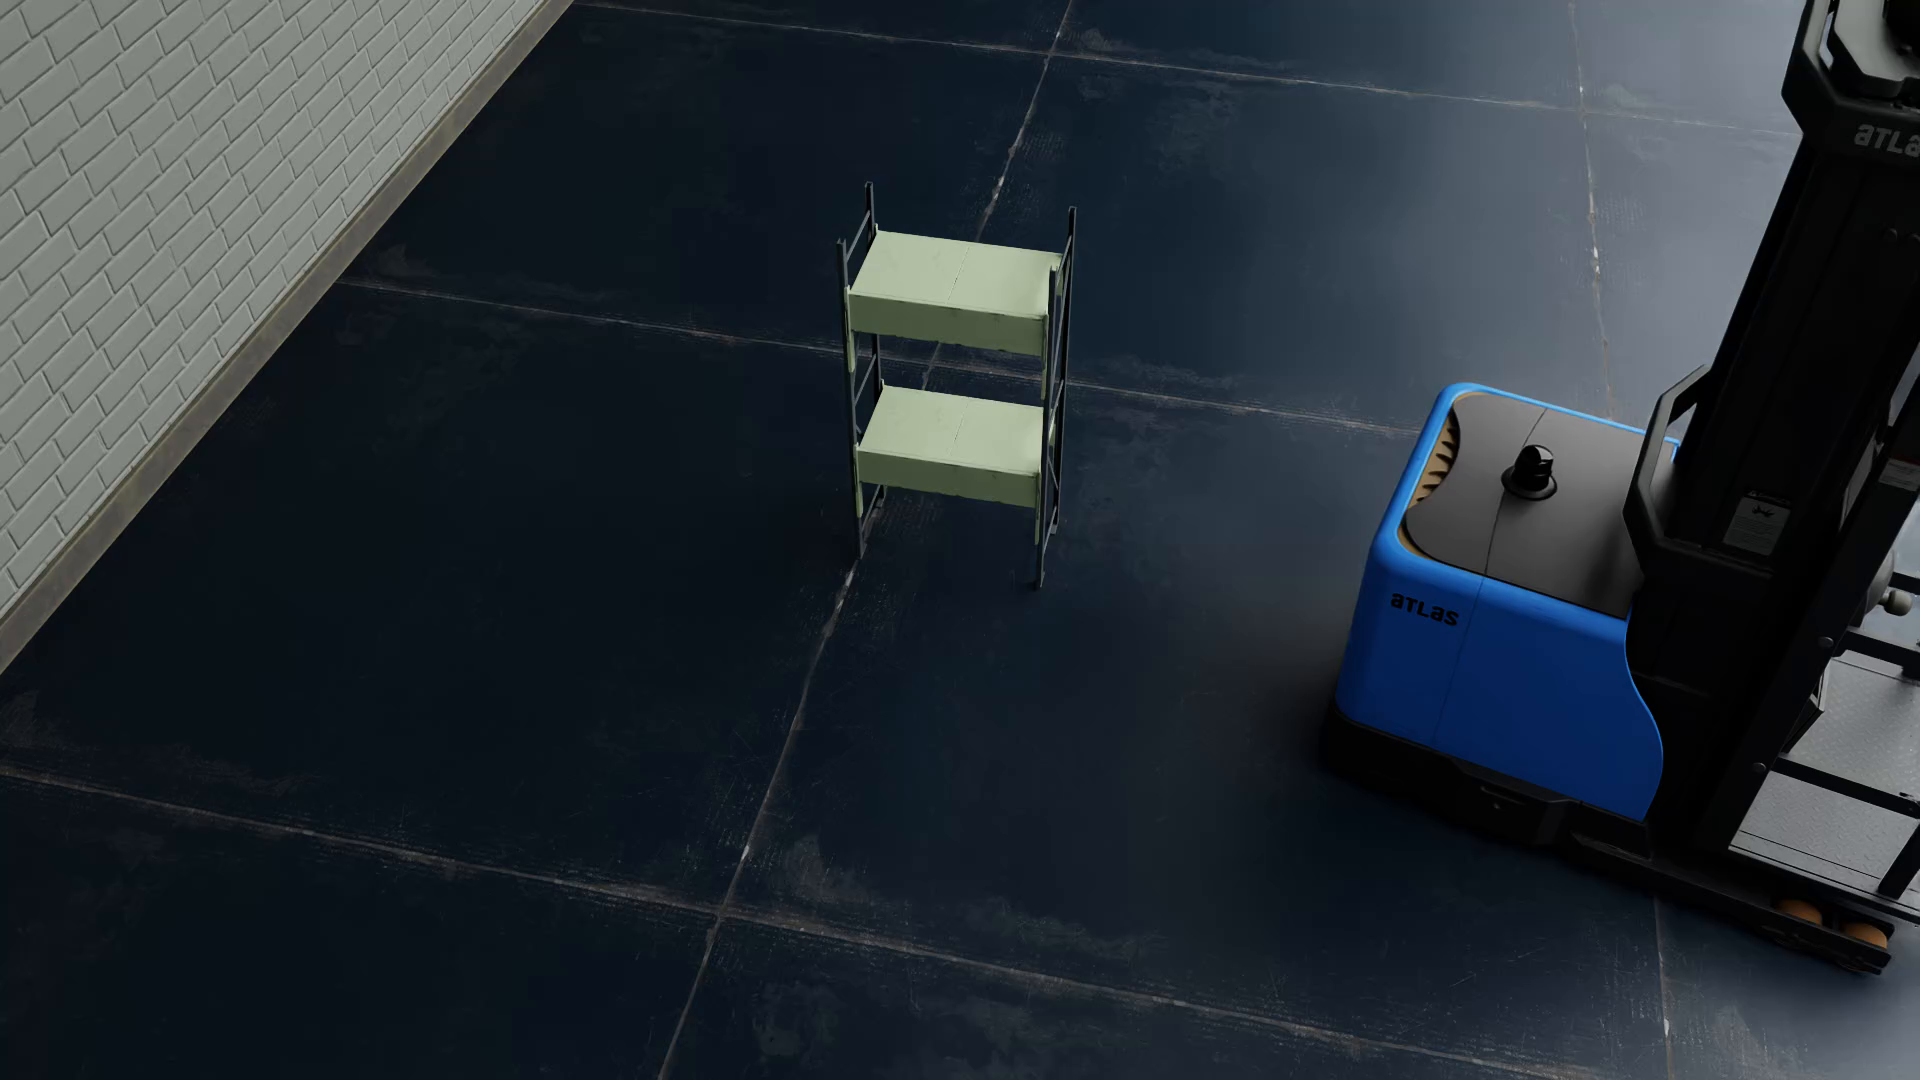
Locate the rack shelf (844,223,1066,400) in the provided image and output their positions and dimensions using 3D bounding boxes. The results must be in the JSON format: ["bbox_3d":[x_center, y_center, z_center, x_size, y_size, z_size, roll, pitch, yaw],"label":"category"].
[{"bbox_3d":[-0.007,-0.823,5.960,0.720,0.370,0.431,9,45,9],"label":"rack shelf"}]

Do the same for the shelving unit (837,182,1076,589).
[{"bbox_3d":[-0.007,-0.541,6.231,0.755,1.500,0.431,9,45,9],"label":"shelving unit"}]

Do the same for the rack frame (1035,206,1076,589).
[{"bbox_3d":[0.351,-0.486,6.173,0.023,1.500,0.400,9,45,9],"label":"rack frame"}]

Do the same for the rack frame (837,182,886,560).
[{"bbox_3d":[-0.364,-0.597,6.289,0.023,1.500,0.400,9,45,9],"label":"rack frame"}]

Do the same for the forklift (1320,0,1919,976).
[{"bbox_3d":[2.830,-0.102,4.742,3.031,2.935,1.130,19,47,19],"label":"forklift"}]

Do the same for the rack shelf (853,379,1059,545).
[{"bbox_3d":[-0.007,-0.306,6.457,0.720,0.370,0.431,9,45,9],"label":"rack shelf"}]
